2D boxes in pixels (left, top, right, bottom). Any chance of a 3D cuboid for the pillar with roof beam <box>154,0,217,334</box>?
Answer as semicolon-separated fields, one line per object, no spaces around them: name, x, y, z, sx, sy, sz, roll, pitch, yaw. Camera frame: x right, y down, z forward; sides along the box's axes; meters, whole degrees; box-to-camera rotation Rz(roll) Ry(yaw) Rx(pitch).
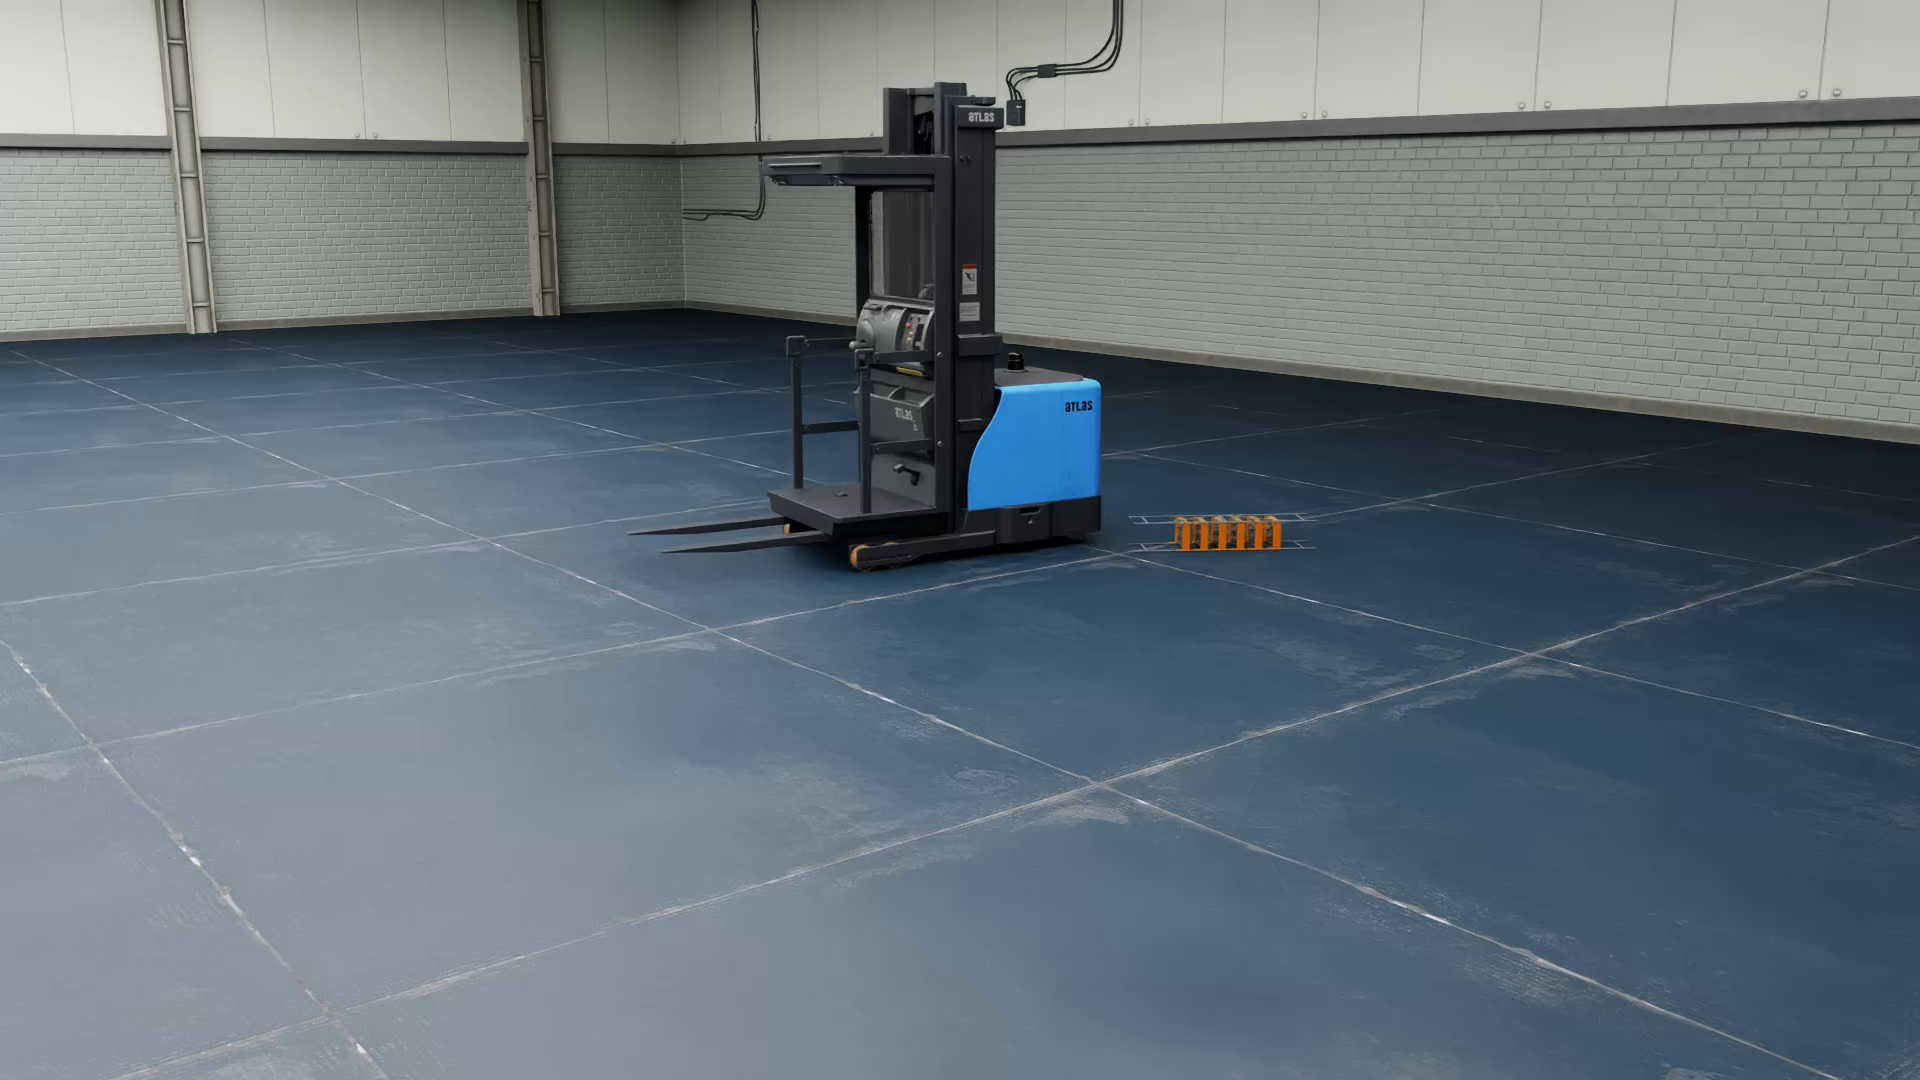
pillar with roof beam;-9.615;-7.071;22.764;0.400;9.000;9.100;-9;15;-38

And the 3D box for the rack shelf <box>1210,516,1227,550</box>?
rack shelf;1.672;-0.048;10.891;0.103;0.180;0.258;-1;12;-5

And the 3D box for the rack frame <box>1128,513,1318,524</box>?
rack frame;1.716;-0.139;10.875;1.200;0.006;0.240;-1;12;-5

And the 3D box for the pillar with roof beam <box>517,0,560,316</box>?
pillar with roof beam;-4.930;-7.850;26.431;0.400;9.000;9.100;-9;15;-38

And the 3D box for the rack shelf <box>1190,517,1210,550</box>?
rack shelf;1.553;-0.046;10.881;0.103;0.180;0.258;-1;12;-5

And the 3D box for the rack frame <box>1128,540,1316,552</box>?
rack frame;1.716;0.040;10.913;1.200;0.006;0.240;-1;12;-5

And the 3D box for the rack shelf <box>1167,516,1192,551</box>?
rack shelf;1.433;-0.044;10.871;0.103;0.180;0.258;-1;12;-5

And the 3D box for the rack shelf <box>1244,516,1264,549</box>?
rack shelf;1.911;-0.053;10.911;0.103;0.180;0.258;-1;12;-5

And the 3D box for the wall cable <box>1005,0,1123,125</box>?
wall cable;1.426;-8.837;22.895;0.169;6.003;2.305;-9;15;-38

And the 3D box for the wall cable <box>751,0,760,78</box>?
wall cable;-2.802;-9.228;28.241;0.112;2.526;3.097;-9;15;-38

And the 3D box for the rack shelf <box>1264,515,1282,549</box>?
rack shelf;2.031;-0.055;10.921;0.103;0.180;0.258;-1;12;-5

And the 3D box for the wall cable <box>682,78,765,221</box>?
wall cable;-4.492;-7.197;30.832;0.112;2.526;3.097;-9;15;-38

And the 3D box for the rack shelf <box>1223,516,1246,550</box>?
rack shelf;1.792;-0.051;10.901;0.103;0.180;0.258;-1;12;-5

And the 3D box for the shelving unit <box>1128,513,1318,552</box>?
shelving unit;1.716;-0.049;10.894;1.200;0.189;0.258;-1;12;-5

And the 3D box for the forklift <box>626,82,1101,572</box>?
forklift;-0.593;-1.362;10.488;3.031;2.935;1.130;-7;14;-29
